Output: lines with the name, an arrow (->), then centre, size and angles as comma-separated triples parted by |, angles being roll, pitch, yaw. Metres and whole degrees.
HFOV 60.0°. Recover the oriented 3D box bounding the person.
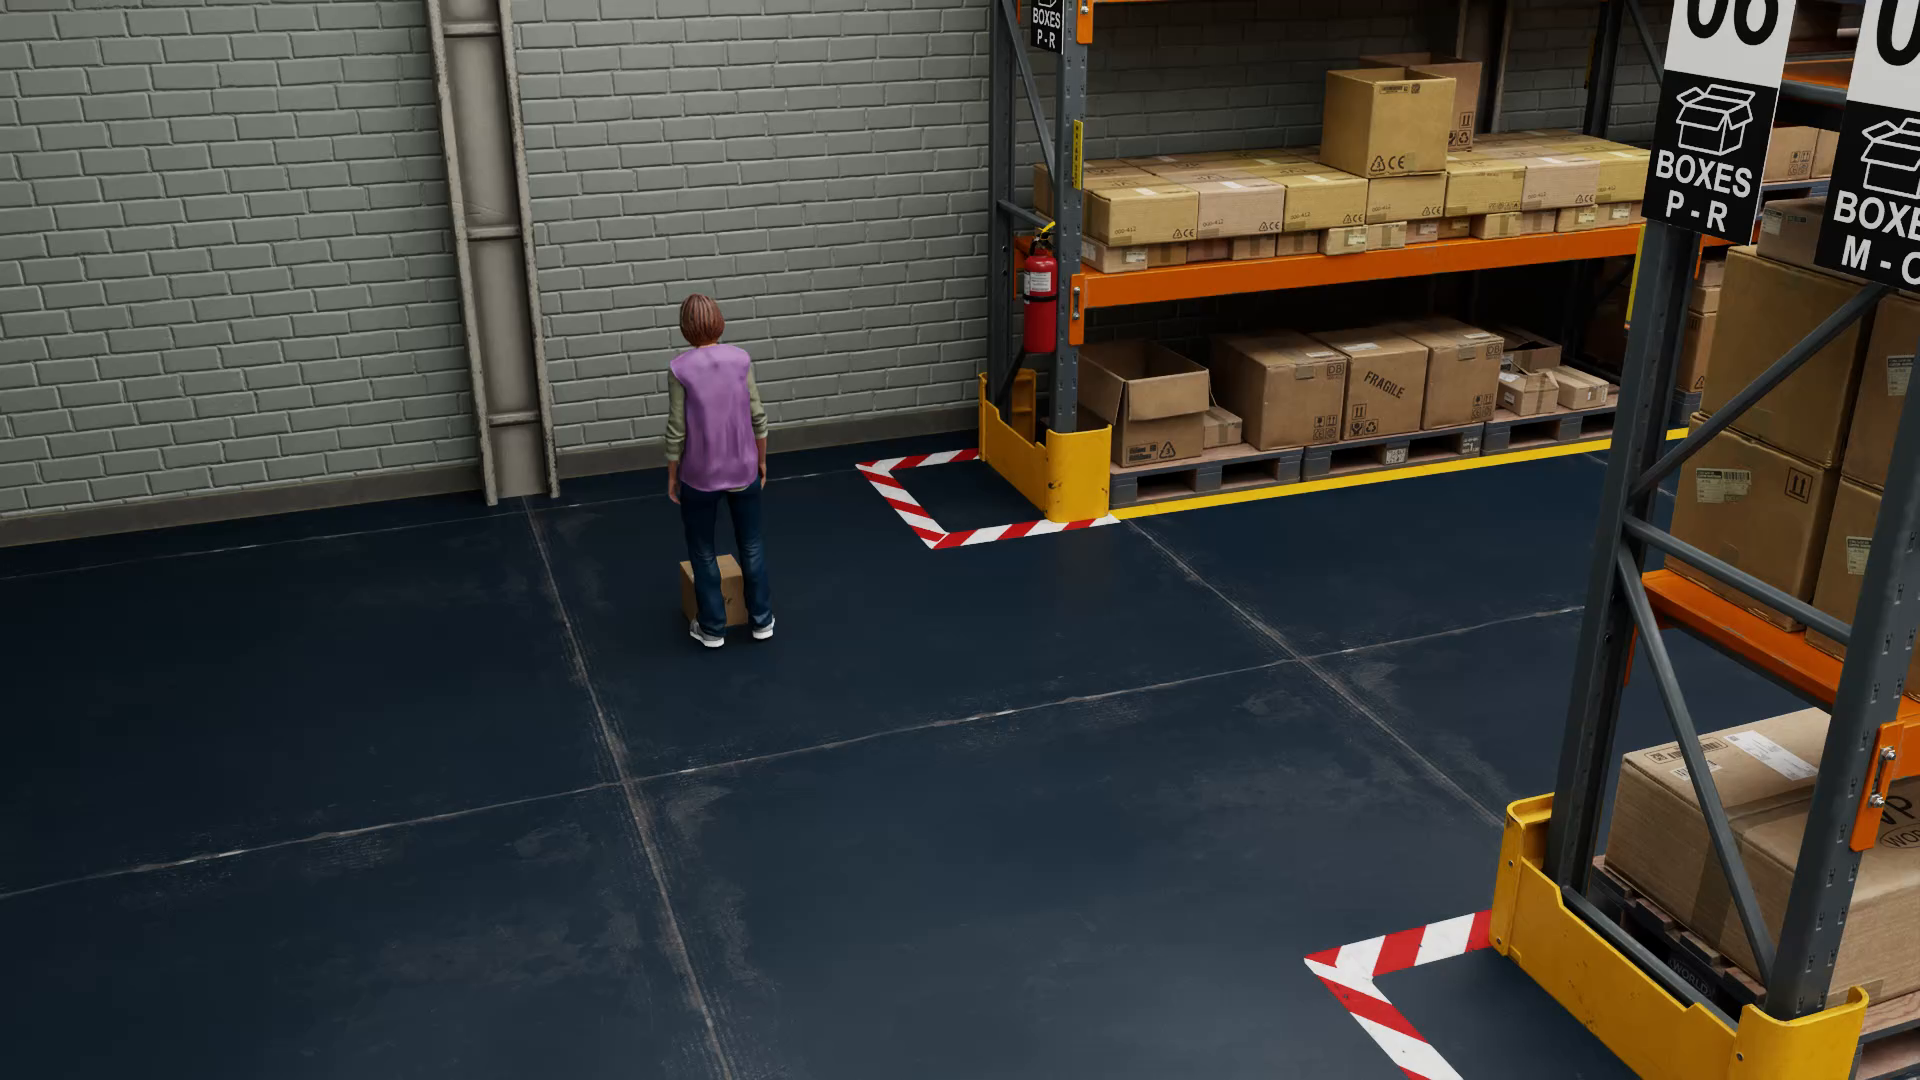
person -> -1.054, -0.285, 7.284 | 0.477, 1.592, 0.345 | -10, 25, -22
